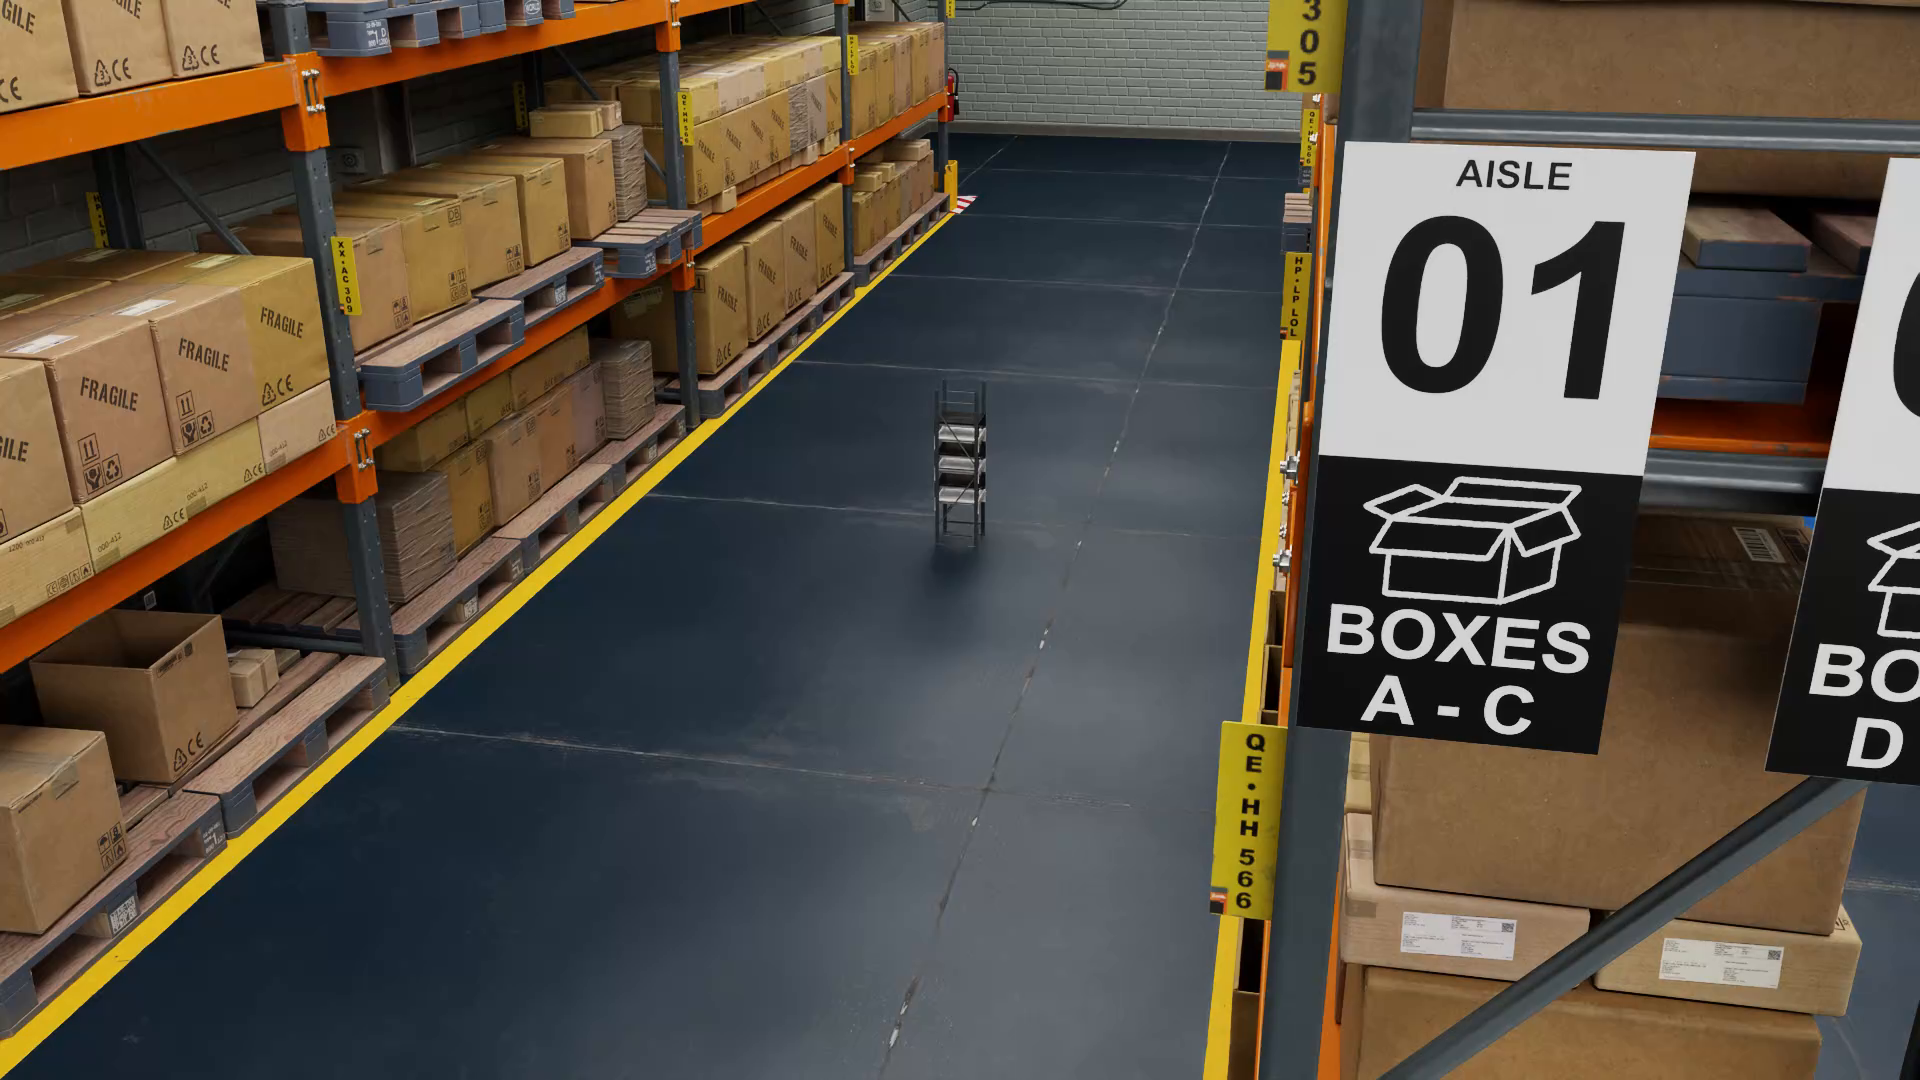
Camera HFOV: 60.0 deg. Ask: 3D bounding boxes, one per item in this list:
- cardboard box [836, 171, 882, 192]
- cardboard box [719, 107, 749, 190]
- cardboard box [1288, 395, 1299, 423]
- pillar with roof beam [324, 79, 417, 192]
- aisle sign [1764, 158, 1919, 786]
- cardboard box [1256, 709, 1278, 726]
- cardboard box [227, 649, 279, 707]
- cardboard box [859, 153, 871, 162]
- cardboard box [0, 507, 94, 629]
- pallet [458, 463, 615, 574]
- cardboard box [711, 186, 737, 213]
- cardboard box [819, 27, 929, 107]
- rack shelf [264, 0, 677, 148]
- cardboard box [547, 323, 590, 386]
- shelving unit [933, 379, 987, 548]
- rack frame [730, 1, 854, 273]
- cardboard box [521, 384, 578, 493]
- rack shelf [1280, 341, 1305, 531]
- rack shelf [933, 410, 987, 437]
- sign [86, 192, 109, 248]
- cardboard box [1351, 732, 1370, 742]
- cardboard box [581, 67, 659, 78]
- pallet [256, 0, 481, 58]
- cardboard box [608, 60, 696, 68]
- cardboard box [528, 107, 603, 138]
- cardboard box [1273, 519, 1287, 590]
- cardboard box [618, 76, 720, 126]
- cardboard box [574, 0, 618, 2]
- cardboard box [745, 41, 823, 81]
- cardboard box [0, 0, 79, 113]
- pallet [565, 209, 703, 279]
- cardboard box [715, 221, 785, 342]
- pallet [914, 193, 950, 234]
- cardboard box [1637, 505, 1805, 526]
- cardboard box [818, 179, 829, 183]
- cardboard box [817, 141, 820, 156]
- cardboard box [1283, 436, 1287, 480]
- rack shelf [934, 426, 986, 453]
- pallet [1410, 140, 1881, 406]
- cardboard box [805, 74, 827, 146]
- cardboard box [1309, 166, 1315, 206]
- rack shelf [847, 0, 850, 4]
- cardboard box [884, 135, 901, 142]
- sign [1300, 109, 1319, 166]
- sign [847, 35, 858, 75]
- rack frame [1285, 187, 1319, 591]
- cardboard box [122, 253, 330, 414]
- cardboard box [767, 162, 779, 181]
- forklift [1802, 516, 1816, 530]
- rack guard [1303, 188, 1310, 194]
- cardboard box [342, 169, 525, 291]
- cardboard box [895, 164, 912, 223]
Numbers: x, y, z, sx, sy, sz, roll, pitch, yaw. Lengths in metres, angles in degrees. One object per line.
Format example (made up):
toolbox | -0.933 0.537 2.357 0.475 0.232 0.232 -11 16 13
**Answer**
cardboard box | -0.946 -3.369 15.620 0.380 0.149 0.250 5 23 13
cardboard box | -1.798 -2.736 11.573 0.500 0.500 0.500 5 23 13
cardboard box | 2.093 -0.635 9.282 0.500 0.311 0.500 4 22 10
pillar with roof beam | 0.838 -4.238 7.832 9.100 9.000 0.400 4 22 11
aisle sign | 1.240 -0.050 1.982 0.394 0.787 0.004 4 22 11
cardboard box | 1.165 0.890 5.243 0.500 0.500 0.500 4 22 11
cardboard box | -3.160 0.578 7.108 0.380 0.166 0.250 2 22 4
cardboard box | -1.104 -3.789 16.661 0.380 0.149 0.250 5 22 11
cardboard box | -3.179 0.077 5.321 0.500 0.250 0.500 5 22 11
pallet | -2.676 -0.169 9.491 1.003 0.211 1.213 4 22 11
cardboard box | -1.773 -2.371 11.535 0.380 0.149 0.250 5 23 13
cardboard box | -0.863 -4.804 16.865 0.980 0.700 0.700 4 22 10
rack shelf | -2.672 -2.520 8.542 1.077 0.370 4.000 4 22 11
cardboard box | -2.538 -1.115 9.860 0.500 0.250 0.500 5 22 12
shelving unit | 0.002 -0.420 9.193 0.258 0.900 0.210 4 22 11
rack frame | -1.448 -3.656 14.417 1.000 3.000 0.127 4 22 11
cardboard box | -2.653 -0.607 9.603 0.700 0.500 0.500 4 22 11
rack shelf | 2.178 -0.752 8.168 1.077 0.370 4.000 4 22 11
rack shelf | 0.002 -0.640 9.104 0.258 0.077 0.200 4 22 11
sign | -3.624 -1.308 7.037 0.100 0.325 0.005 4 22 11
cardboard box | 0.949 0.418 3.299 0.380 0.149 0.250 4 22 10
cardboard box | -2.316 -3.110 11.497 0.500 0.250 0.500 4 22 9
pallet | -2.850 -2.252 7.167 1.213 0.211 1.003 4 22 11
cardboard box | -2.208 -3.297 11.962 0.500 0.250 0.500 4 22 10
cardboard box | -2.356 -2.497 9.948 0.380 0.149 0.250 1 22 2
cardboard box | 1.672 0.106 7.444 0.500 0.311 0.500 5 22 12
cardboard box | -1.913 -2.892 10.956 0.500 0.250 0.500 5 22 12
cardboard box | -2.147 -3.269 9.532 0.500 0.311 0.500 4 22 11
cardboard box | -1.406 -3.821 13.263 0.500 0.250 0.500 5 22 12
cardboard box | -3.133 -1.584 5.097 0.500 0.500 0.500 4 22 9
pallet | -2.305 -1.836 10.153 1.213 0.211 1.003 4 22 11
cardboard box | -1.801 -1.970 12.545 0.750 0.750 0.750 4 22 11
pallet | -0.718 -3.527 17.829 1.003 0.211 1.213 4 22 11
cardboard box | 1.174 0.079 3.272 0.700 0.500 0.500 4 22 10
cardboard box | -1.419 -3.220 15.250 0.380 0.149 0.250 4 22 11
cardboard box | -1.365 -3.218 13.639 0.380 0.149 0.250 5 23 13
cardboard box | 2.090 -0.383 9.409 0.500 0.250 0.500 4 22 9
rack shelf | 0.002 -0.556 9.138 0.258 0.077 0.200 4 22 11
pallet | 1.123 -0.498 2.679 1.003 0.211 1.213 4 22 11
cardboard box | -1.390 -3.474 13.407 0.500 0.500 0.500 5 22 11
cardboard box | 2.604 -2.297 10.346 0.700 0.500 0.500 -3 22 -7
rack shelf | -1.040 -5.445 15.807 1.077 0.370 4.000 4 22 11
cardboard box | -0.847 -4.253 17.813 0.380 0.149 0.250 5 22 11
sign | 2.053 -2.355 9.743 0.100 0.325 0.005 4 22 11
sign | -0.915 -4.119 14.121 0.100 0.325 0.005 4 22 11
rack frame | 1.770 -0.354 6.218 1.000 3.000 0.127 4 22 11
cardboard box | -2.874 -0.821 6.548 0.500 0.500 0.500 4 22 11
cardboard box | -1.607 -2.846 12.715 0.380 0.149 0.250 5 23 13
forklift | 5.296 -1.457 9.048 1.130 2.935 3.031 14 26 31
rack guard | 4.203 -3.555 17.513 1.175 0.500 0.348 4 22 11
cardboard box | -2.718 -1.611 8.617 0.700 0.500 0.500 8 23 18
cardboard box | -0.881 -3.524 16.872 0.700 0.500 0.500 4 22 9
